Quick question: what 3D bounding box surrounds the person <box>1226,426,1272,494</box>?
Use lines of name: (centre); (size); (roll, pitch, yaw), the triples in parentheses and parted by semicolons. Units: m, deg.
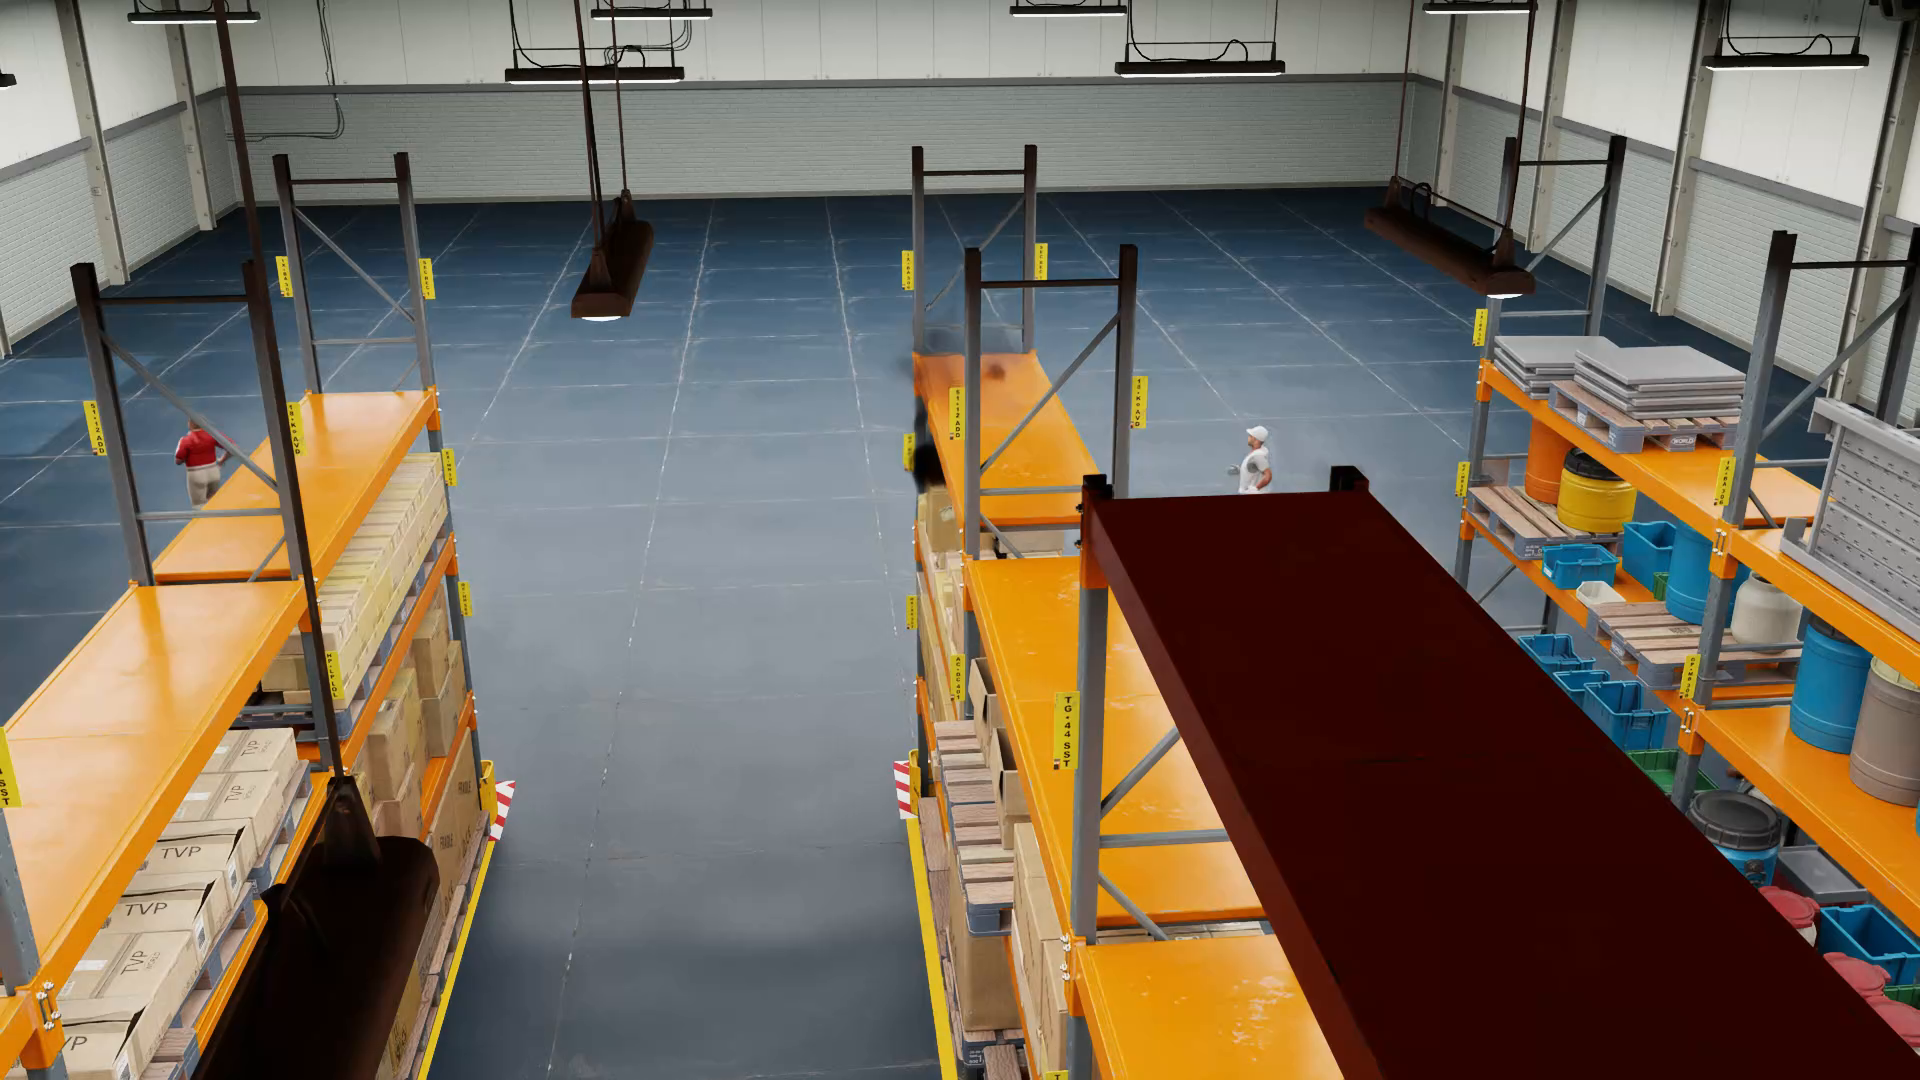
person: (3.611, -0.549, 20.609); (0.995, 1.783, 0.670); (8, 23, 19)

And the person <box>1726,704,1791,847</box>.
person: (6.744, 2.140, 13.912); (0.691, 1.734, 0.632); (-3, 22, -7)

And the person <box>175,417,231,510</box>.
person: (-9.706, -0.811, 21.362); (0.920, 1.696, 0.675); (17, 27, 37)
